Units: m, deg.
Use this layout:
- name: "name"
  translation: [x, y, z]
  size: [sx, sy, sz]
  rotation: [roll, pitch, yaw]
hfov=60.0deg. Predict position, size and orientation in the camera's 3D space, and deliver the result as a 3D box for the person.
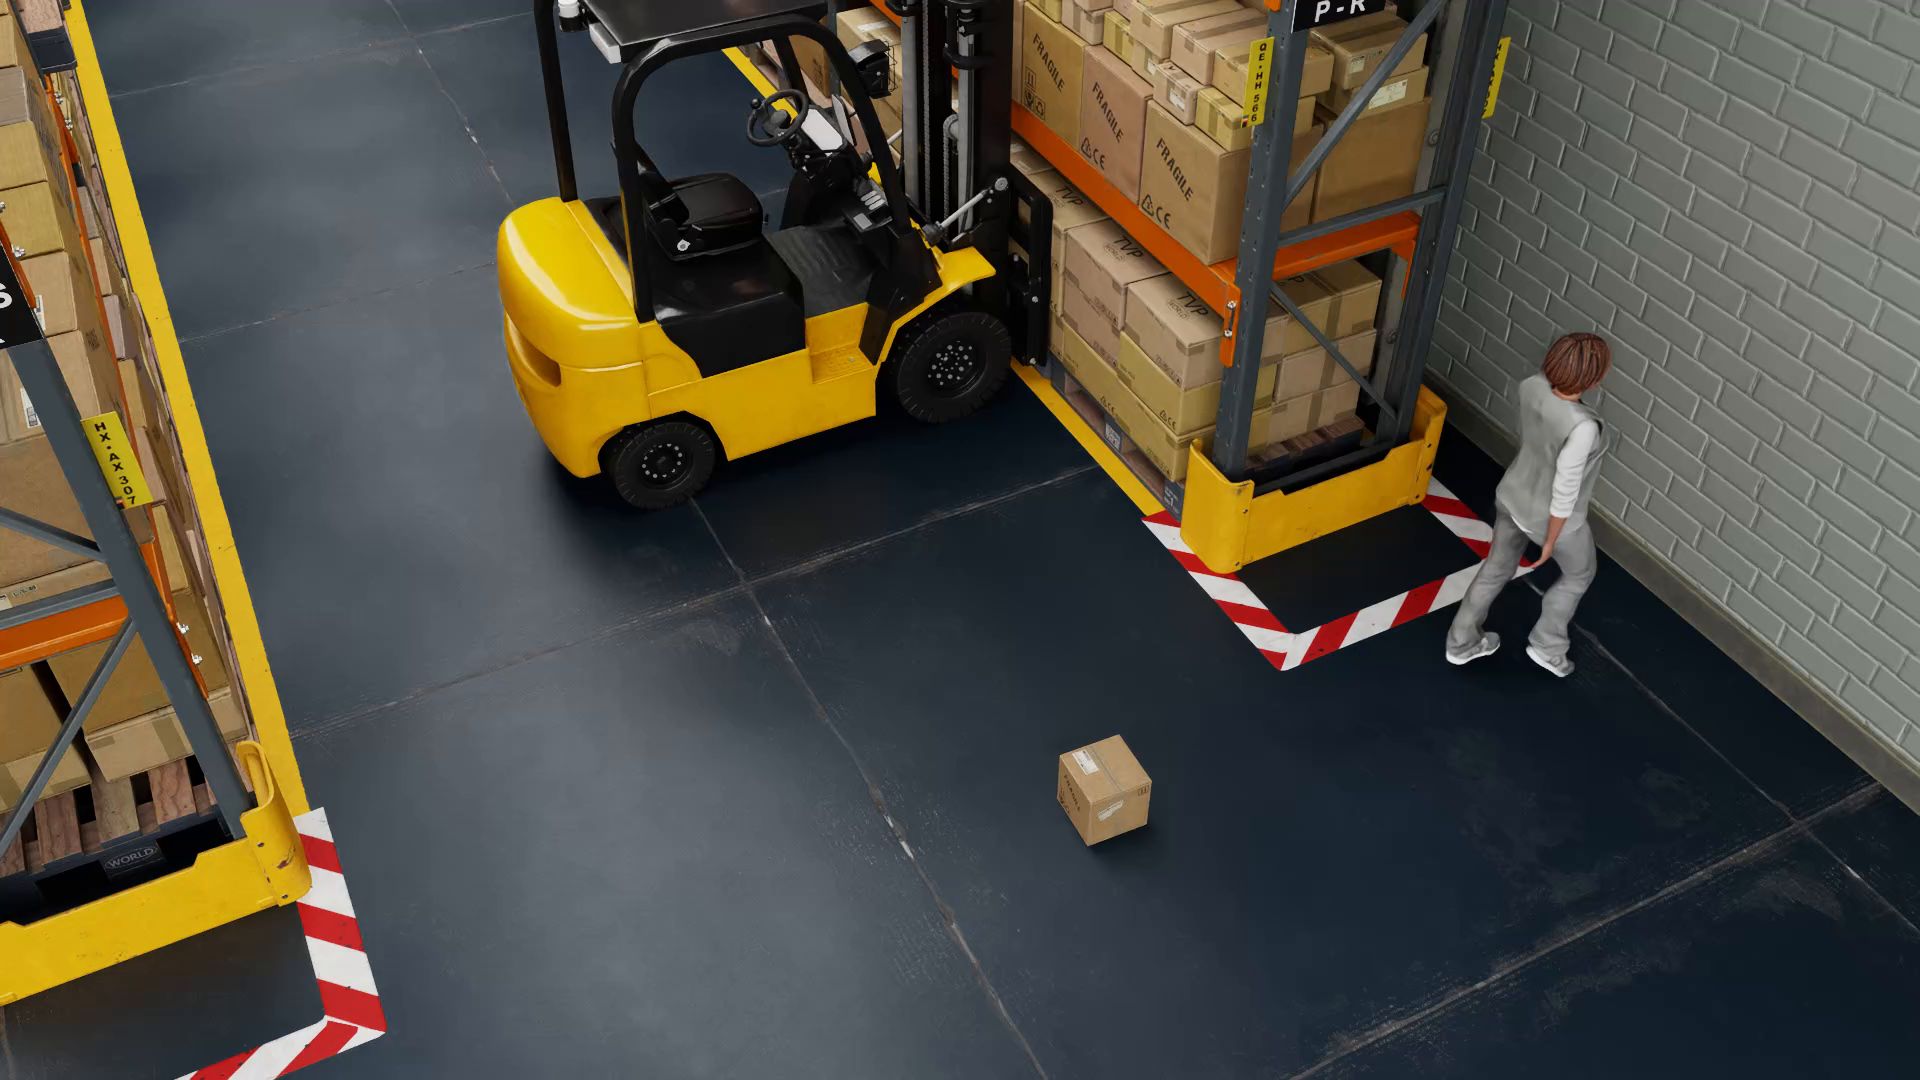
- name: "person"
  translation: [2.209, -0.104, 6.294]
  size: [0.528, 1.652, 0.430]
  rotation: [-16, 44, -17]
